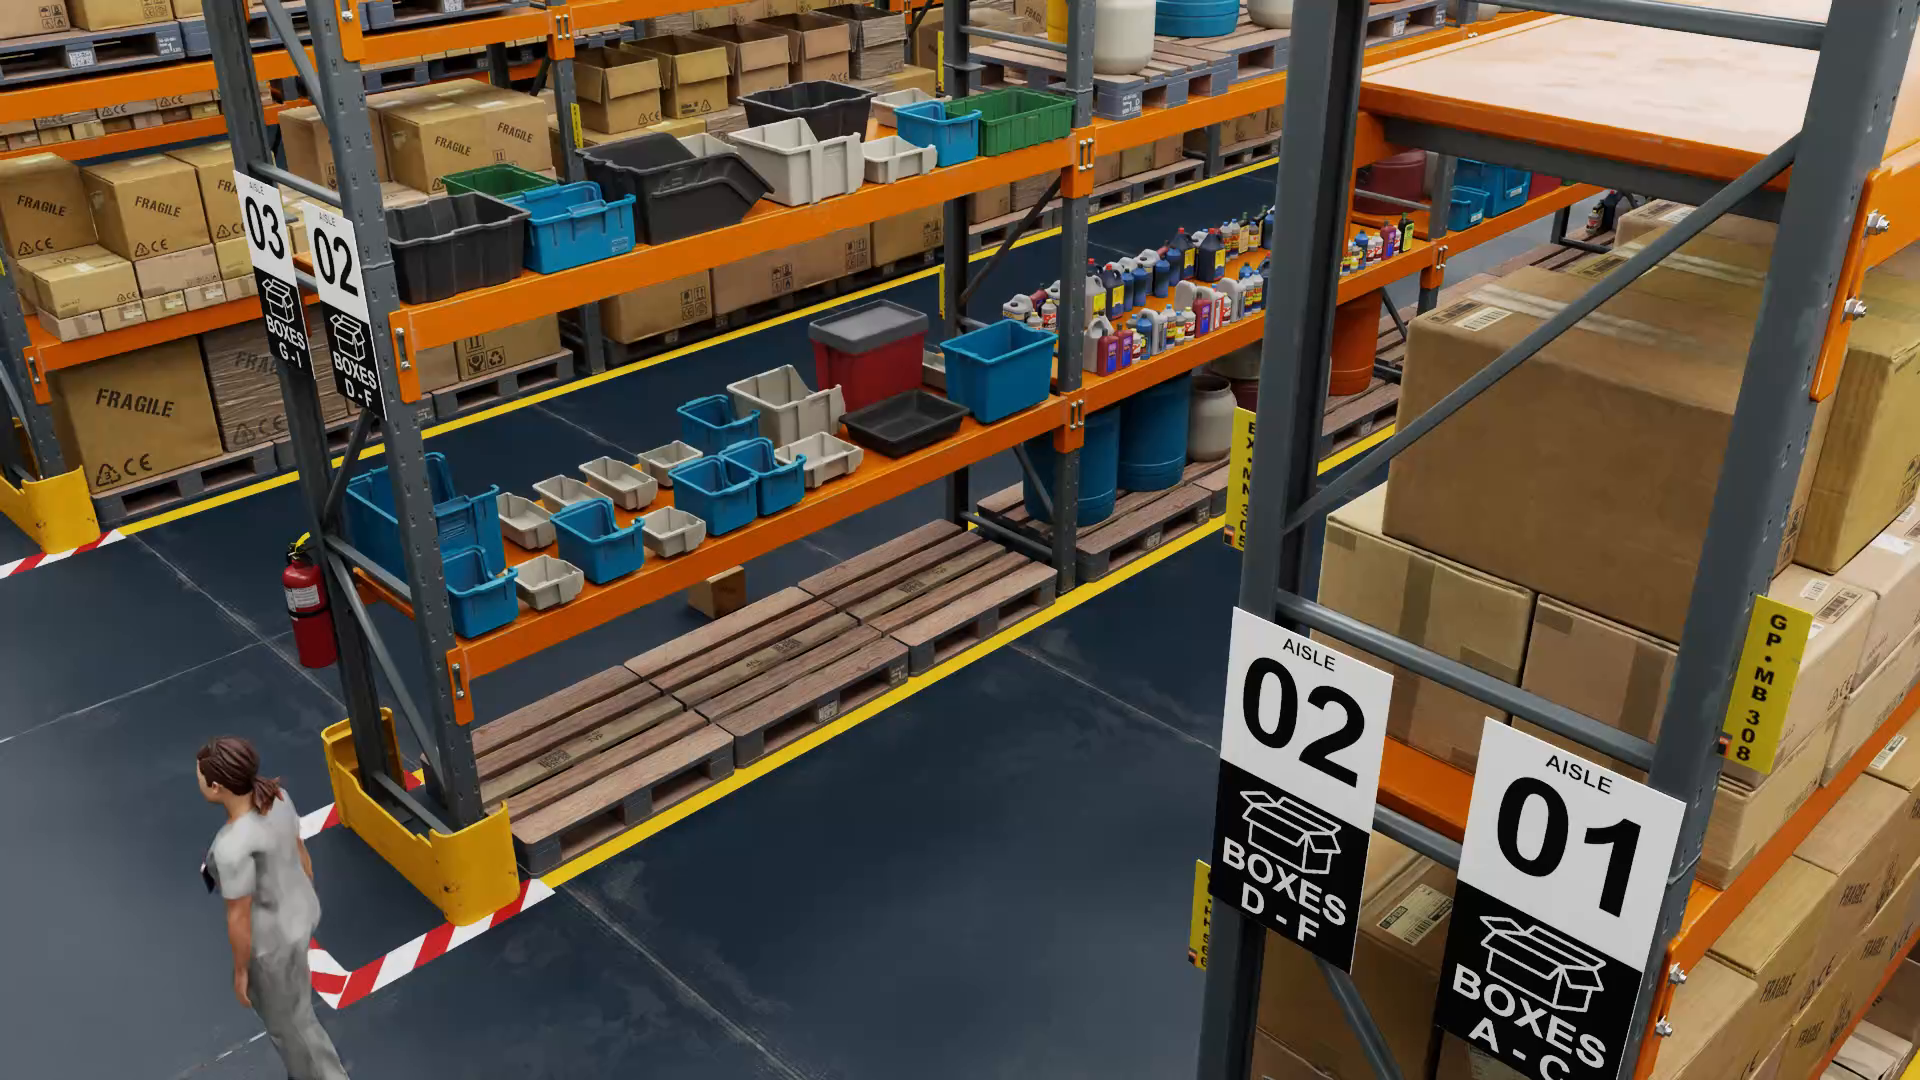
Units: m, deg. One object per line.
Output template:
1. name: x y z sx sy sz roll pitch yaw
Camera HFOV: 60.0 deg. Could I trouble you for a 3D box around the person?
1. person: -2.544 1.456 6.126 0.467 1.660 0.515 0 28 0
